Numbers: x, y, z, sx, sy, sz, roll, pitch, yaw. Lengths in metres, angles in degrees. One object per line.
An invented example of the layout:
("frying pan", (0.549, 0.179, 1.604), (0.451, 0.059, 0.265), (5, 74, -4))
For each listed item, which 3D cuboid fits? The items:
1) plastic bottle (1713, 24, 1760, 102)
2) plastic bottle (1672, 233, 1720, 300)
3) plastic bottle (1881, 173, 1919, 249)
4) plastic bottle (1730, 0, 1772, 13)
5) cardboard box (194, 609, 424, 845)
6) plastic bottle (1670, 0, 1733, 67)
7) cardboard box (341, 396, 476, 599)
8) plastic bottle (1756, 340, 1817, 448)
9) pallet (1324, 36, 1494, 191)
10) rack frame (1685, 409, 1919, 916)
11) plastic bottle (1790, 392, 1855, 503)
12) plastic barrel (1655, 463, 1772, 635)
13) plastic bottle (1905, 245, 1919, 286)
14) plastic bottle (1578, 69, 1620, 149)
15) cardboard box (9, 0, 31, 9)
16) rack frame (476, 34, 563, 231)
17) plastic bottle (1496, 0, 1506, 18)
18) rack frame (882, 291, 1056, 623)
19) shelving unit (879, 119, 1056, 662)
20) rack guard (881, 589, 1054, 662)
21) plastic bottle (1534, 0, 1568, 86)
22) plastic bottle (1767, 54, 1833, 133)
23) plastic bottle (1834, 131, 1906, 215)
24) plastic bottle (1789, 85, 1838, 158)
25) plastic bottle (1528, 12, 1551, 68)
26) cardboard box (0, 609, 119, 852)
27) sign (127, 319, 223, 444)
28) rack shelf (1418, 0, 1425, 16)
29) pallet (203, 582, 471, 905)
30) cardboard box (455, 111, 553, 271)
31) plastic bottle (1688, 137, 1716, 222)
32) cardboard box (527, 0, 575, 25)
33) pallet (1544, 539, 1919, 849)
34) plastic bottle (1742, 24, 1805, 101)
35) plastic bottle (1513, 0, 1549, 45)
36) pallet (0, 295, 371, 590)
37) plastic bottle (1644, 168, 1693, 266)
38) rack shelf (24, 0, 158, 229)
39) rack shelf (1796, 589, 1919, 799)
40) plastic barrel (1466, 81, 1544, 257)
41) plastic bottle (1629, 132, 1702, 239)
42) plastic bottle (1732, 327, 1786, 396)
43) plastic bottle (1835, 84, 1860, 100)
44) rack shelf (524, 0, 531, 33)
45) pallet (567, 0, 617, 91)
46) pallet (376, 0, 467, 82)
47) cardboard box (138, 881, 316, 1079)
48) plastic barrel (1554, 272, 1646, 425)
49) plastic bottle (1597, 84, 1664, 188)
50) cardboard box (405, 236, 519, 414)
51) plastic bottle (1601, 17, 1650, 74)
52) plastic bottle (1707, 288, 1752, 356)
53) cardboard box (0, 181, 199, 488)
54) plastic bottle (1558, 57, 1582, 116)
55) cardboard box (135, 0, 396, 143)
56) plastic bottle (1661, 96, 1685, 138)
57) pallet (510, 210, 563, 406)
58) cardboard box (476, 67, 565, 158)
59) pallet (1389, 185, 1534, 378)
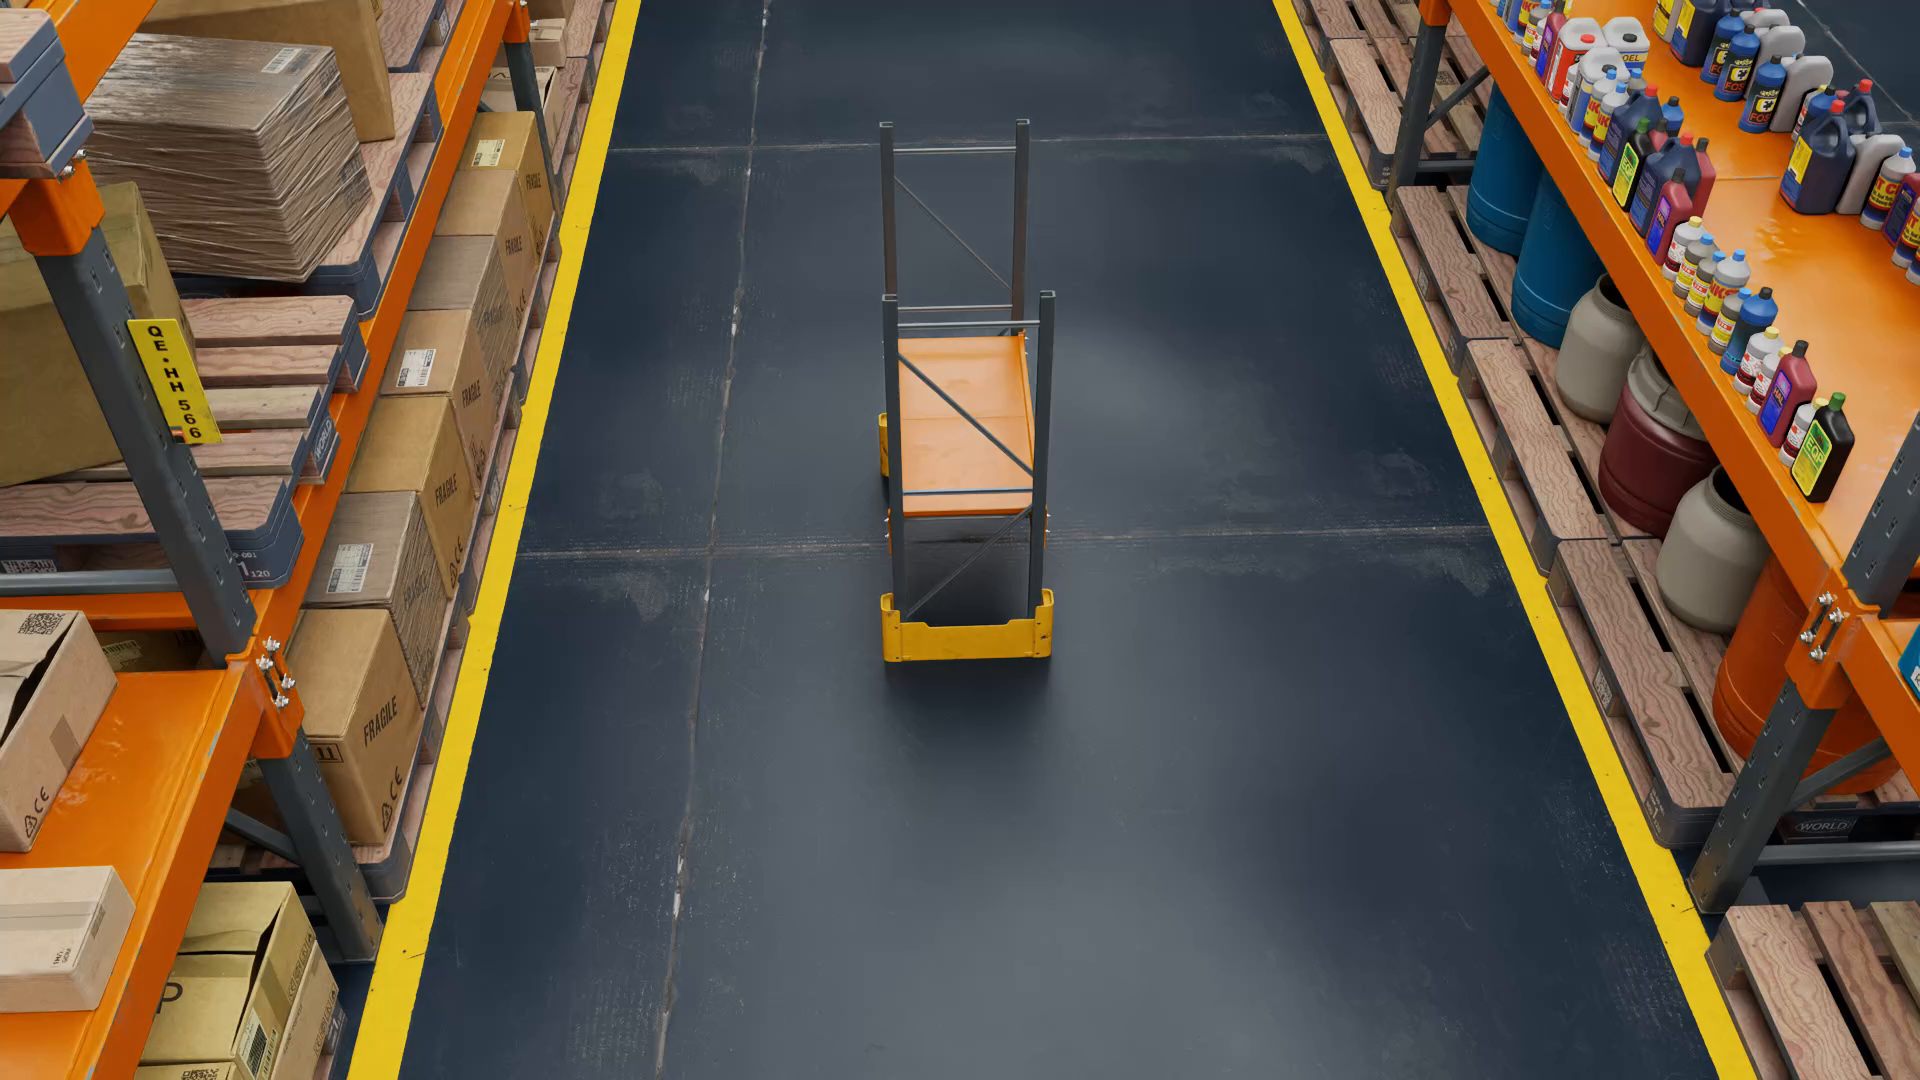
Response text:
("plastic bottle", (2.816, -1.730, 6.013), (0.097, 0.271, 0.097), (0, 43, 0))
("plastic bottle", (2.263, -0.844, 5.098), (0.097, 0.201, 0.097), (0, 43, 0))
("plastic bottle", (3.029, -1.068, 5.281), (0.061, 0.283, 0.133), (-2, 43, -2))
("plastic bottle", (2.932, -1.974, 6.221), (0.144, 0.351, 0.185), (-2, 43, -2))
("cardboard box", (-1.955, 0.555, 4.949), (0.500, 0.500, 0.500), (0, 43, 0))
("plastic bottle", (2.788, -1.970, 6.216), (0.144, 0.351, 0.185), (-2, 43, -2))
("cardboard box", (-1.999, -0.137, 5.704), (0.500, 0.500, 0.500), (-2, 43, -2))
("plastic bottle", (2.274, -0.402, 4.555), (0.061, 0.283, 0.133), (-2, 43, -2))
("pallet", (2.488, -2.196, 8.489), (1.003, 0.211, 1.213), (-2, 43, -2))
("rack frame", (2.728, -0.028, 4.061), (1.000, 3.000, 0.127), (-2, 43, -2))
("plastic bottle", (2.284, -0.246, 4.385), (0.061, 0.283, 0.133), (-2, 43, -2))
("plastic barrel", (2.577, 0.026, 5.532), (0.421, 0.512, 0.421), (0, 43, 0))
("plastic bottle", (3.020, -0.919, 5.128), (0.097, 0.271, 0.097), (0, 43, 0))
("plastic bottle", (2.224, -1.497, 5.758), (0.097, 0.271, 0.097), (0, 43, 0))
("cardboard box", (-2.274, -1.325, 3.181), (0.910, 0.500, 0.500), (-2, 43, -2))
("rack frame", (-2.391, -2.589, 6.854), (1.000, 3.000, 0.127), (-2, 43, -2))
("plastic bottle", (2.180, -2.188, 6.512), (0.097, 0.271, 0.097), (0, 43, 0))
("rack frame", (0.025, -0.152, 5.306), (0.500, 1.500, 0.032), (-2, 43, -2))
("shelving unit", (0.003, -0.501, 5.687), (0.587, 1.500, 1.083), (-2, 43, -2))
("rack guard", (0.024, 0.296, 5.743), (0.587, 0.250, 0.087), (-2, 43, -2))
("plastic bottle", (2.185, -1.826, 6.109), (0.061, 0.283, 0.133), (-2, 43, -2))
("plastic bottle", (2.950, -1.591, 5.858), (0.152, 0.276, 0.135), (-2, 43, -2))
("plastic bottle", (2.973, -1.220, 5.453), (0.152, 0.276, 0.135), (-2, 43, -2))
("plastic bottle", (2.927, -1.420, 5.675), (0.097, 0.271, 0.097), (0, 43, 0))
("plastic bottle", (2.198, -1.874, 6.222), (0.097, 0.201, 0.097), (0, 43, 0))
("cardboard box", (-2.250, 0.391, 3.669), (0.500, 0.311, 0.500), (1, 43, 1))
("sign", (-1.667, -0.333, 3.537), (0.100, 0.325, 0.005), (-2, 43, -2))
("rack shelf", (2.473, -3.813, 8.723), (1.077, 0.370, 4.000), (-2, 43, -2))
("pallet", (-2.215, 0.634, 5.402), (1.003, 0.211, 1.213), (-2, 43, -2))
("cardboard box", (-2.084, -1.505, 7.196), (0.500, 0.500, 0.500), (-2, 43, -2))
("plastic bottle", (2.372, -1.146, 5.367), (0.061, 0.283, 0.133), (-2, 43, -2))
("cardboard box", (-2.476, -3.099, 8.933), (0.797, 0.503, 0.637), (-2, 43, -2))
("pallet", (2.653, 0.469, 5.582), (1.003, 0.211, 1.213), (-2, 43, -2))
("plastic bottle", (2.940, -1.748, 6.029), (0.152, 0.276, 0.135), (-2, 43, -2))
("plastic bottle", (2.190, -2.031, 6.342), (0.097, 0.271, 0.097), (0, 43, 0))
("pallet", (-2.320, -0.273, 4.470), (1.213, 0.211, 1.003), (-2, 43, -2))
("plastic bottle", (2.236, -1.017, 5.226), (0.061, 0.283, 0.133), (-2, 43, -2))
("rack shelf", (-2.306, -2.079, 4.611), (1.077, 0.370, 4.000), (-2, 43, -2))
("rack shelf", (2.813, 1.587, 2.831), (1.077, 0.370, 4.000), (-2, 43, -2))
("plastic barrel", (2.564, -1.742, 7.173), (0.600, 0.901, 0.708), (-2, 43, -2))
("plastic bottle", (2.271, -1.151, 5.322), (0.144, 0.351, 0.185), (-2, 43, -2))
("plastic bottle", (2.284, -0.516, 4.740), (0.097, 0.201, 0.097), (0, 43, 0))
("plastic bottle", (3.005, -1.439, 5.687), (0.061, 0.283, 0.133), (-2, 43, -2))
("rack shelf", (-2.476, -3.674, 8.571), (1.077, 0.370, 4.000), (-2, 43, -2))
("pallet", (-2.474, -2.850, 9.203), (1.003, 0.211, 1.213), (-2, 43, -2))
("pallet", (-2.466, -1.975, 6.327), (1.003, 0.211, 1.213), (-2, 43, -2))
("cardboard box", (-1.953, 1.110, 4.128), (0.500, 0.311, 0.500), (-1, 43, -1))
("plastic barrel", (2.529, -0.737, 6.364), (0.421, 0.512, 0.421), (0, 43, 0))
("plastic bottle", (2.257, -1.366, 5.557), (0.144, 0.351, 0.185), (-2, 43, -2))
("cardboard box", (-2.051, -0.832, 6.462), (0.500, 0.500, 0.500), (-1, 43, -1))
("plastic bottle", (2.388, -1.739, 6.019), (0.152, 0.276, 0.135), (-2, 43, -2))
("plastic bottle", (2.275, -0.647, 4.883), (0.097, 0.201, 0.097), (0, 43, 0))
("cardboard box", (-2.361, -0.502, 4.193), (0.700, 0.500, 0.500), (-15, 45, -16))
("plastic bottle", (2.214, -1.628, 5.953), (0.097, 0.201, 0.097), (0, 43, 0))
("cardboard box", (-2.255, -1.590, 5.379), (0.700, 0.500, 0.500), (-12, 44, -13))
("plastic bottle", (2.376, -1.370, 5.619), (0.097, 0.271, 0.097), (0, 43, 0))
("pallet", (-2.319, -1.013, 7.199), (1.003, 0.211, 1.213), (-2, 43, -2))
("cardboard box", (-2.193, -2.049, 7.930), (0.500, 0.311, 0.500), (-2, 43, -2))
("pallet", (2.549, -1.178, 7.379), (1.003, 0.211, 1.213), (-2, 43, -2))
